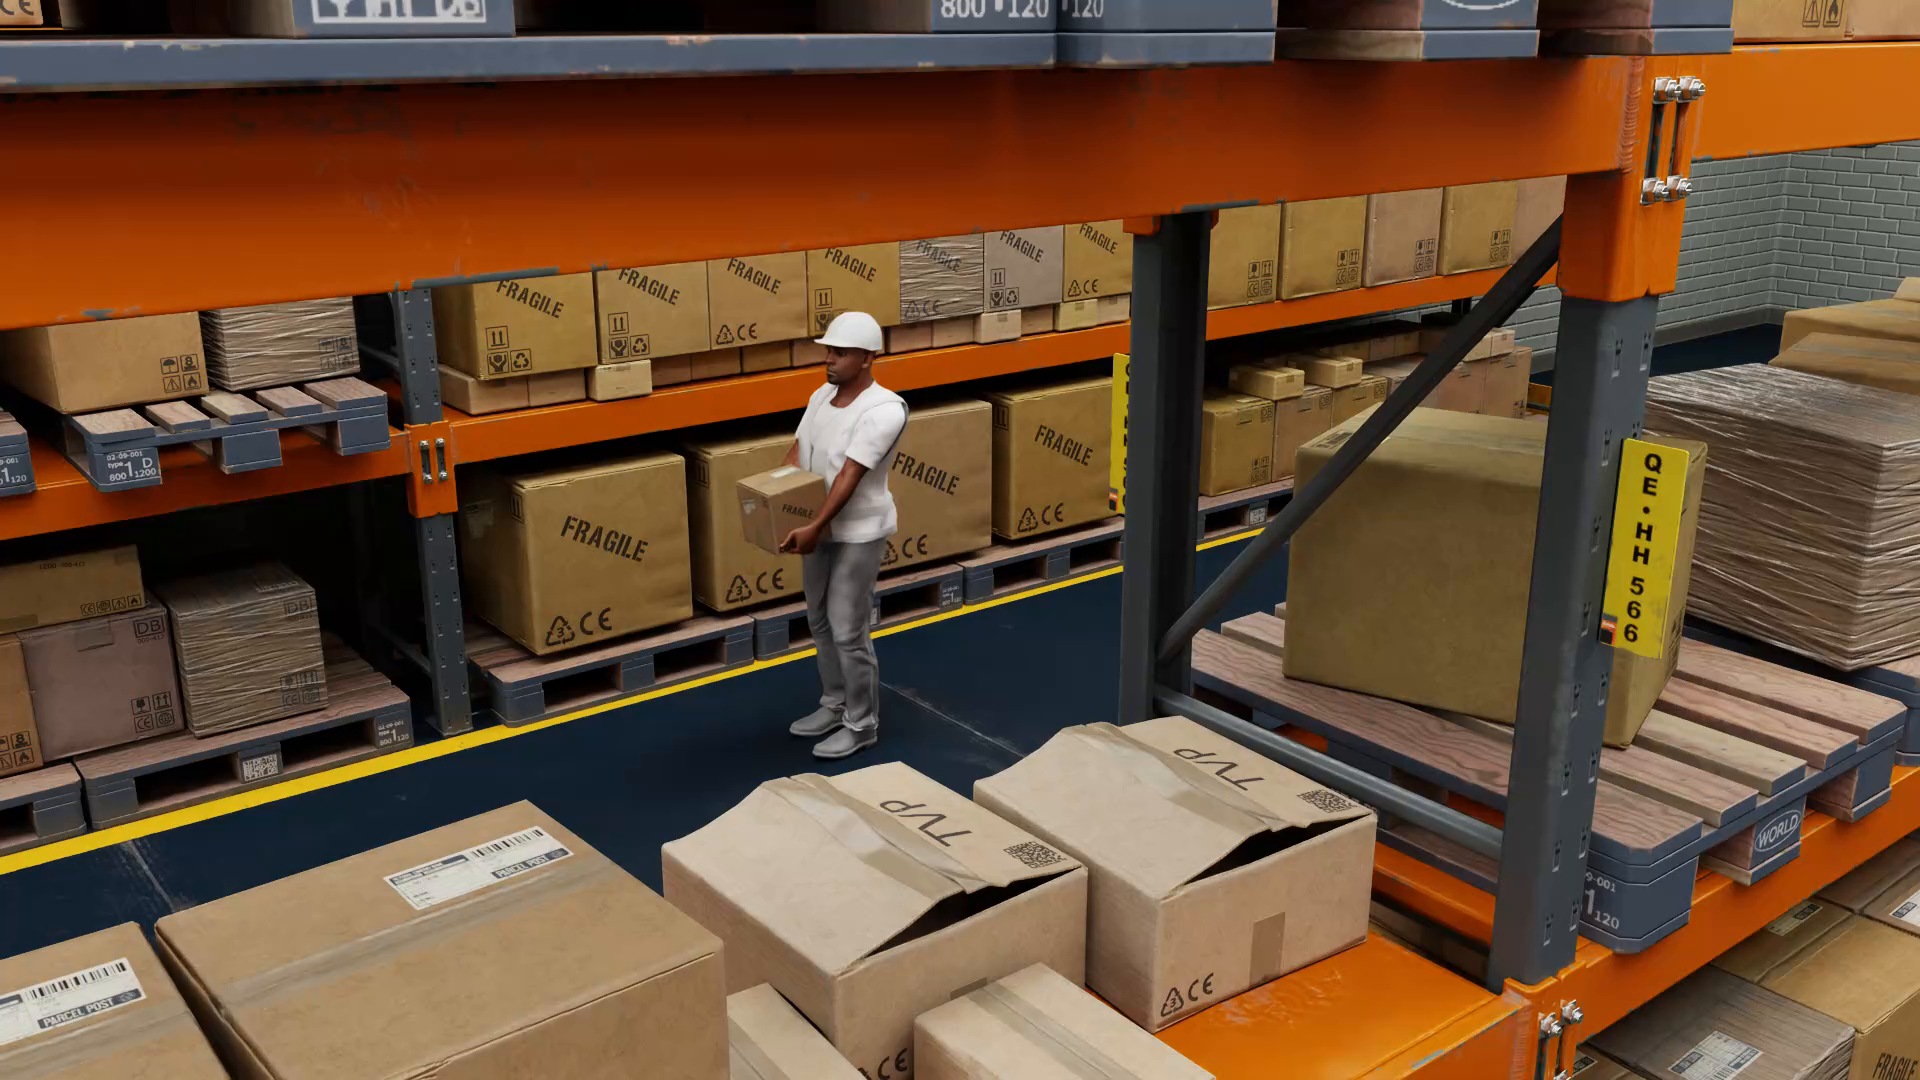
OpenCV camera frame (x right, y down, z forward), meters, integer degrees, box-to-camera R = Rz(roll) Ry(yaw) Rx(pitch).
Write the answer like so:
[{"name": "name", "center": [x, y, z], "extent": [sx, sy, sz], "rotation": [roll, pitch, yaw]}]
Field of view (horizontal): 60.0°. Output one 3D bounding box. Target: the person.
[{"name": "person", "center": [-0.524, -0.007, 6.540], "extent": [0.566, 1.762, 0.504], "rotation": [-13, 22, -35]}]
